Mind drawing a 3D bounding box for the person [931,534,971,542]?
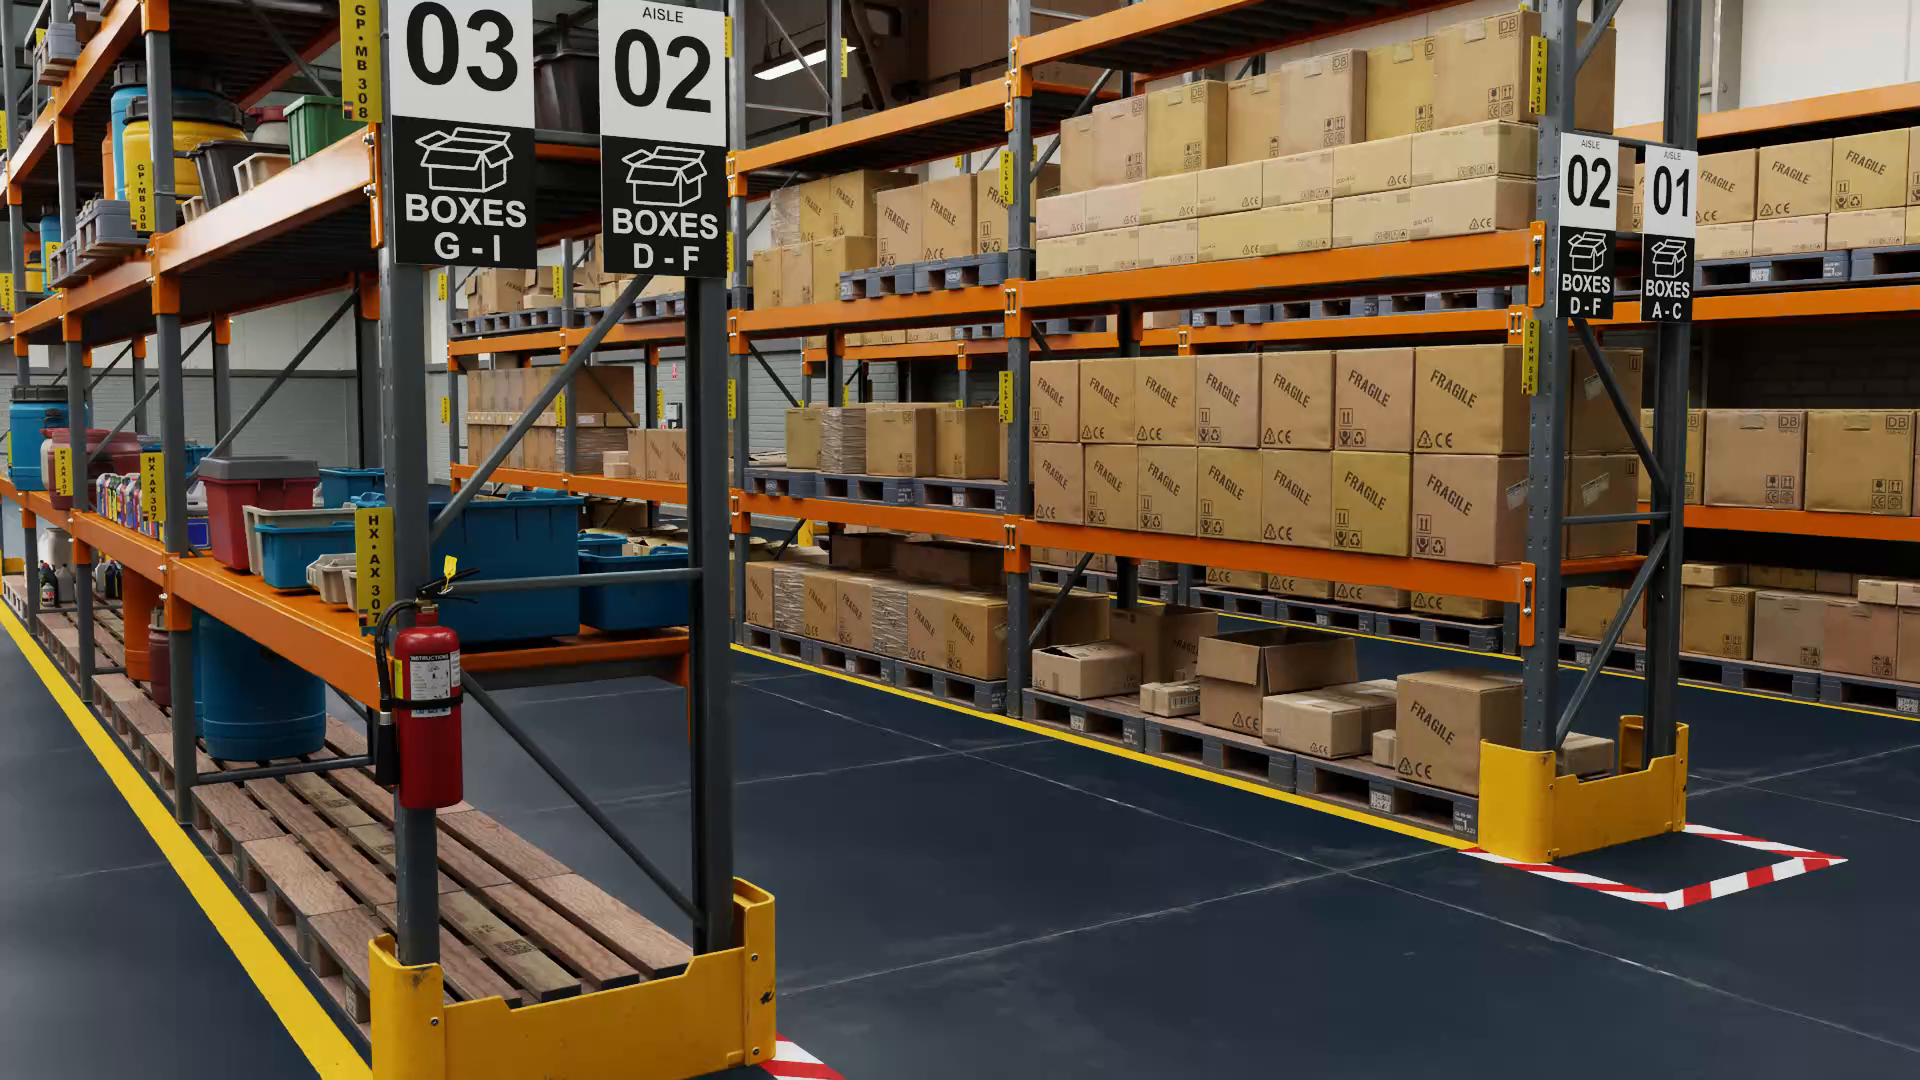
[{"bbox_3d":[-0.028,-0.108,15.864,0.530,1.707,0.493,-3,6,-34],"label":"person"}]
